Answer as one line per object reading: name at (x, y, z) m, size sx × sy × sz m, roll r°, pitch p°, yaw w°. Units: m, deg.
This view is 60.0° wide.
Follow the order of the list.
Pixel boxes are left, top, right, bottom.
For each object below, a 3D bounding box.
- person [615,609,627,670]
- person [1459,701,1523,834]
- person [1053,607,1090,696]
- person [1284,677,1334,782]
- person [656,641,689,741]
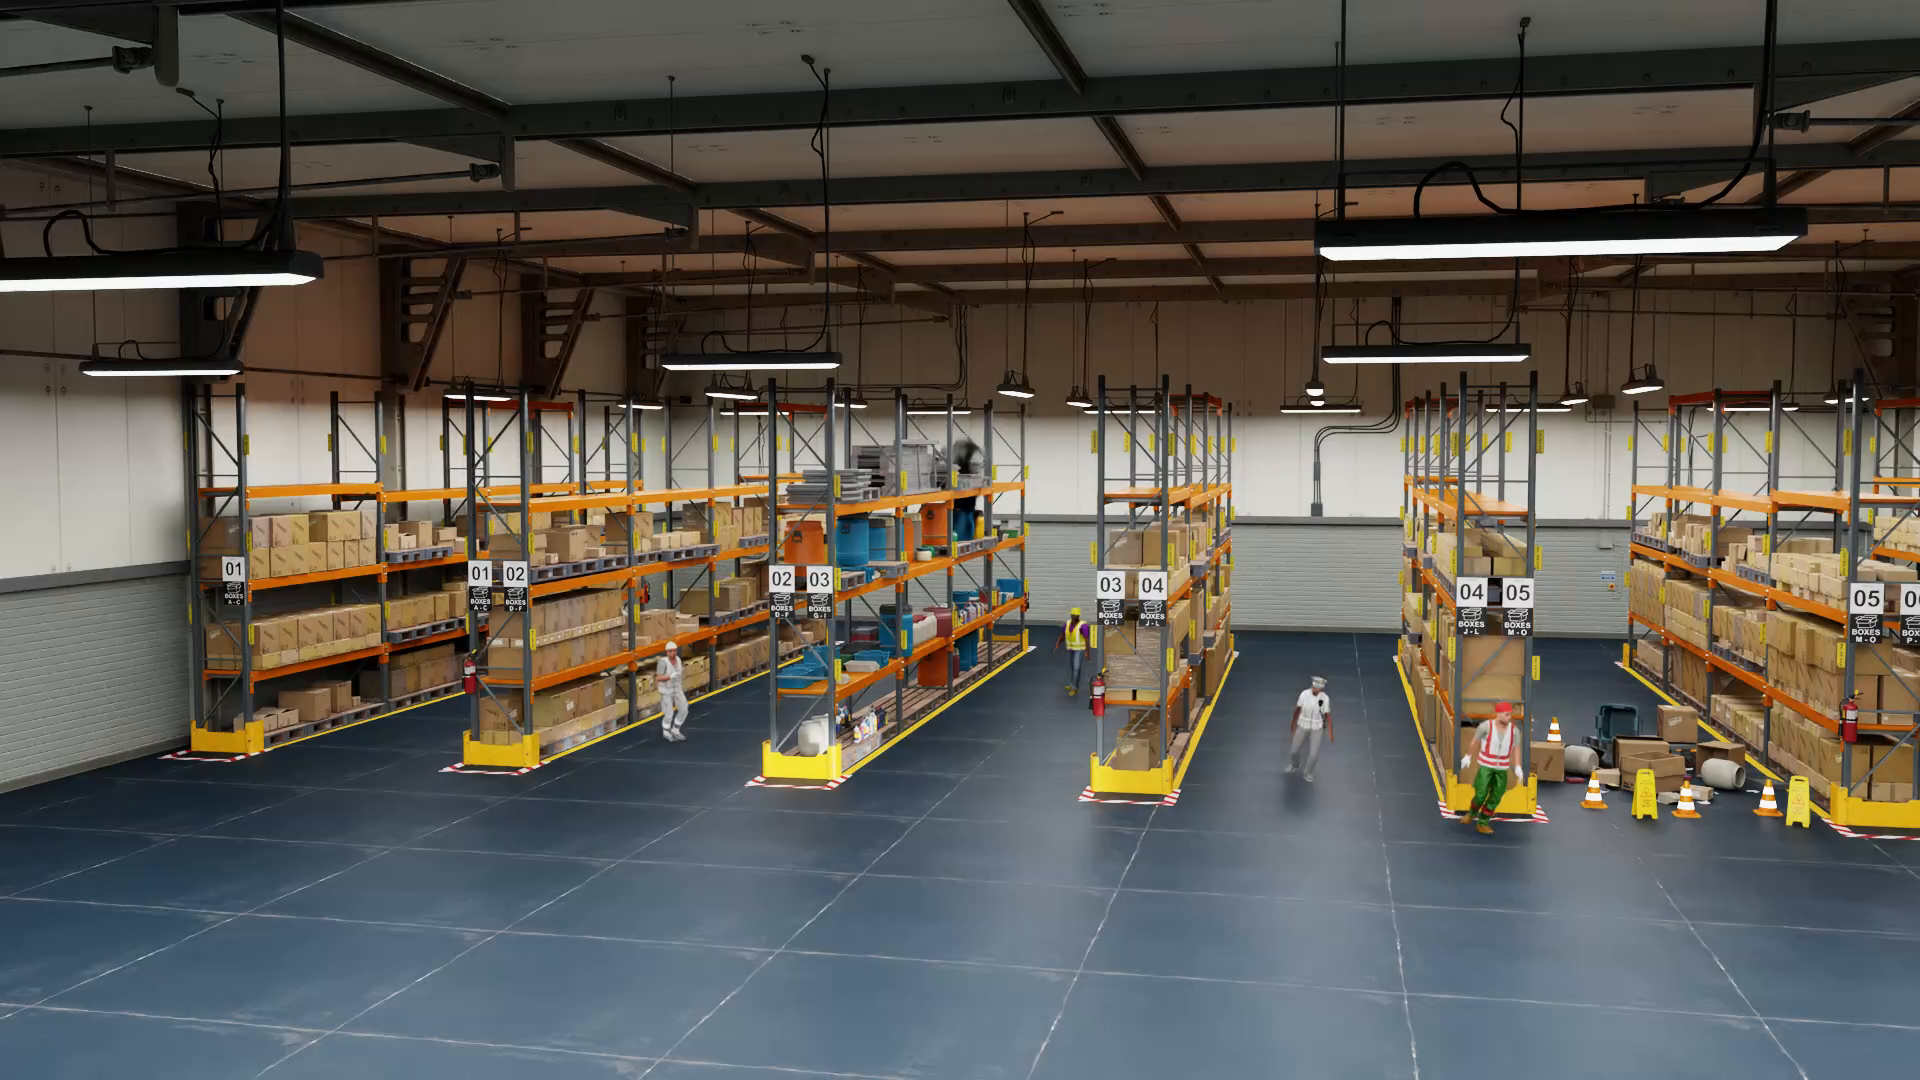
person at (-7.447, 2.106, 35.609) m, size 0.743 × 1.733 × 0.963 m, roll 0°, pitch 3°, yaw 0°
person at (6.829, 2.916, 21.372) m, size 0.698 × 1.734 × 0.615 m, roll 0°, pitch 3°, yaw -3°
person at (2.270, 2.218, 33.478) m, size 0.760 × 1.759 × 0.767 m, roll 3°, pitch 4°, yaw 41°
person at (5.186, 2.793, 24.710) m, size 0.737 × 1.582 × 0.641 m, roll 1°, pitch 3°, yaw 14°
person at (-4.848, 2.551, 27.782) m, size 0.598 × 1.738 × 0.875 m, roll -2°, pitch 4°, yaw -37°
